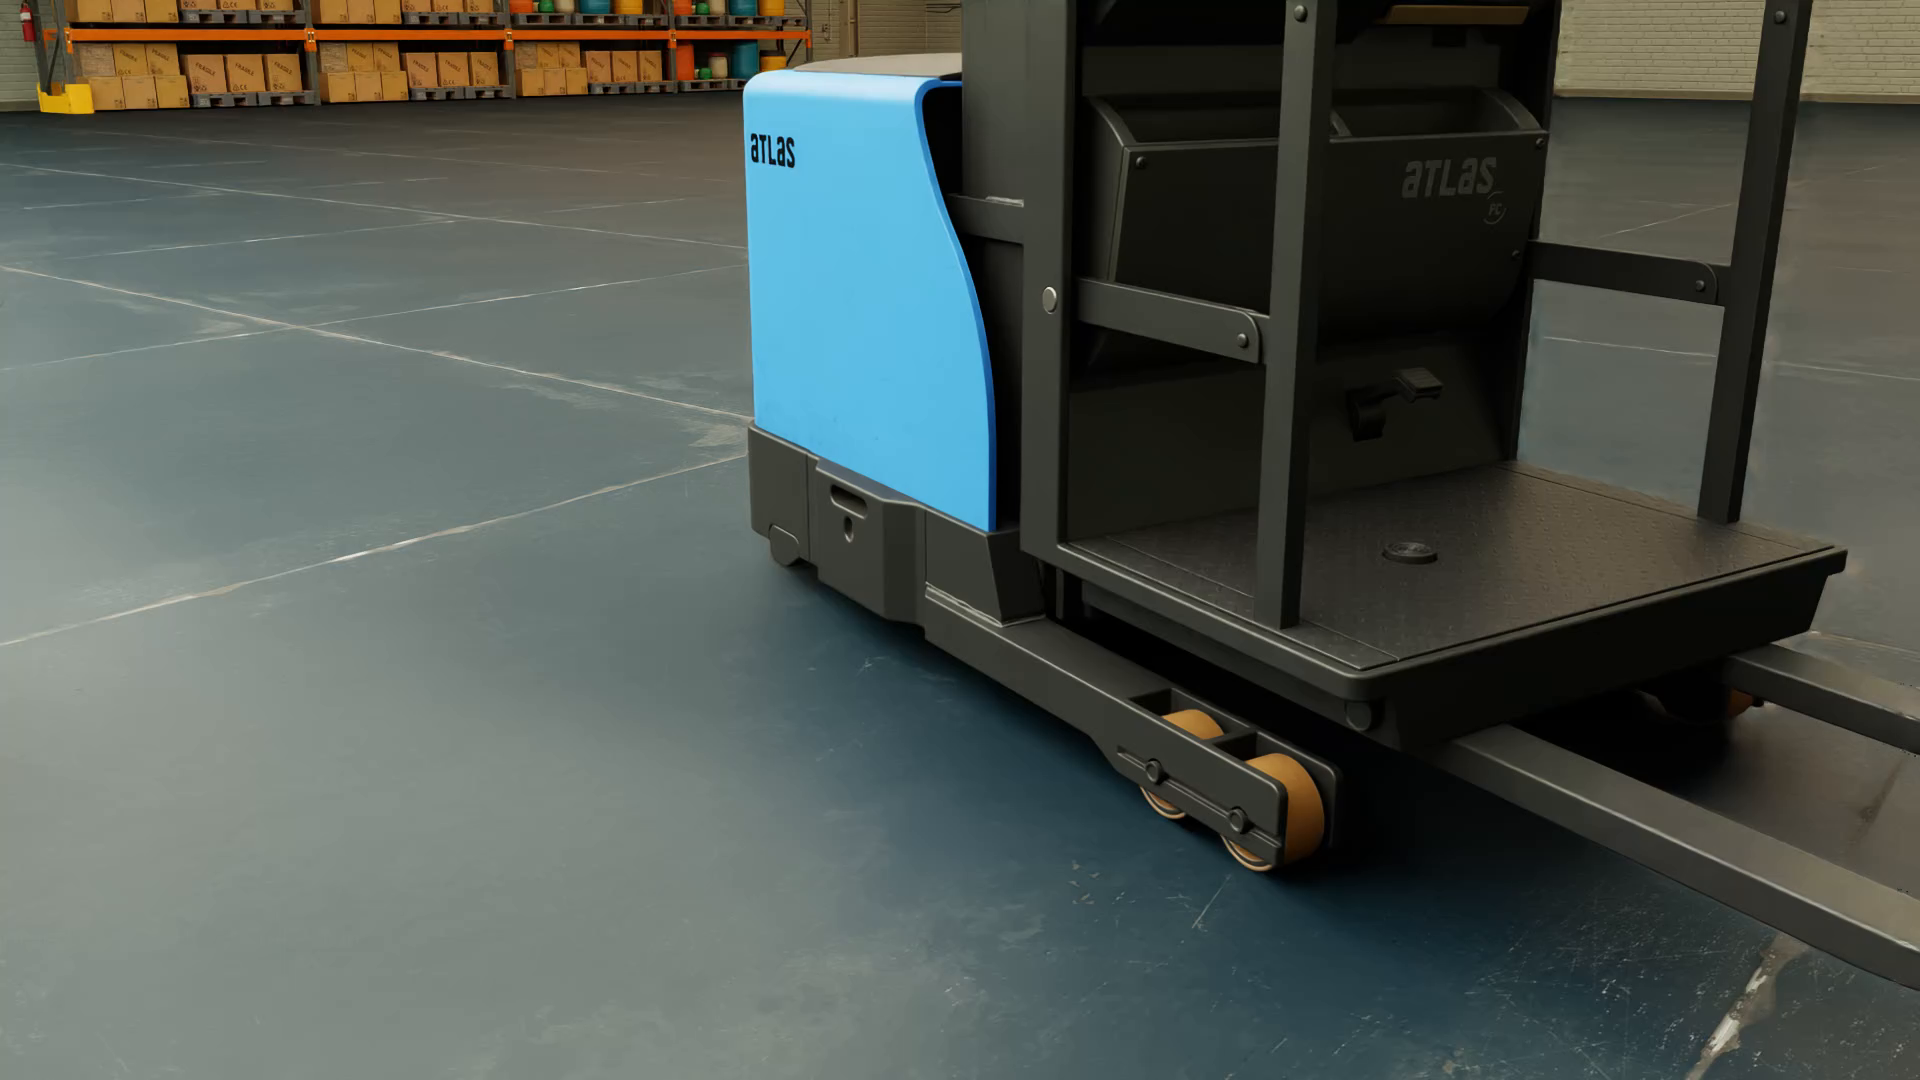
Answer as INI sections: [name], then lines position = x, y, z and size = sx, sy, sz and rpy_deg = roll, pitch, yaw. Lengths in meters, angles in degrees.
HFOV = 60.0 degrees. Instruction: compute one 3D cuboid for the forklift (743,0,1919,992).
[forklift]
position = 0.722, -1.082, 2.462
size = 1.130, 2.935, 3.031
rpy_deg = -10, 20, -30
